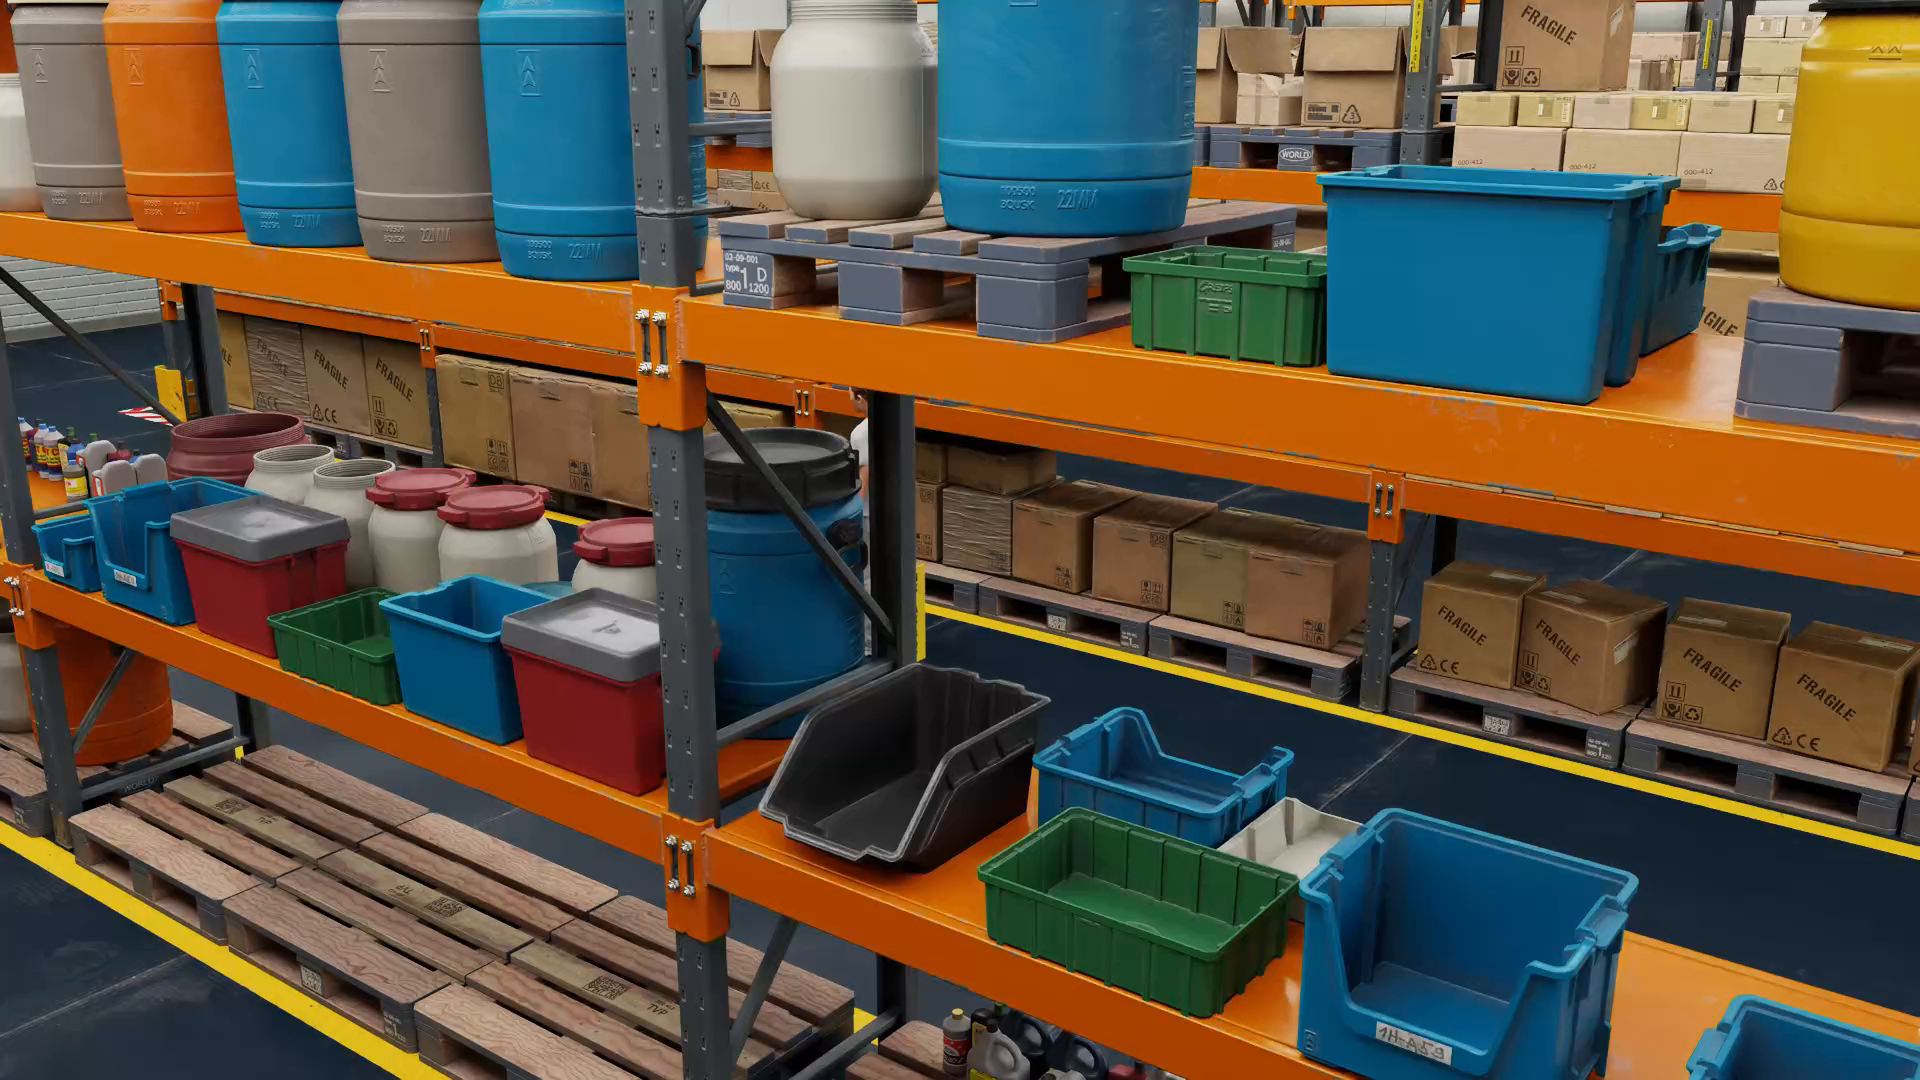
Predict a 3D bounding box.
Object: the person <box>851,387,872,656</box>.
[{"bbox_3d":[-0.463,-0.144,9.559,0.358,1.652,0.486,12,21,35],"label":"person"}]
